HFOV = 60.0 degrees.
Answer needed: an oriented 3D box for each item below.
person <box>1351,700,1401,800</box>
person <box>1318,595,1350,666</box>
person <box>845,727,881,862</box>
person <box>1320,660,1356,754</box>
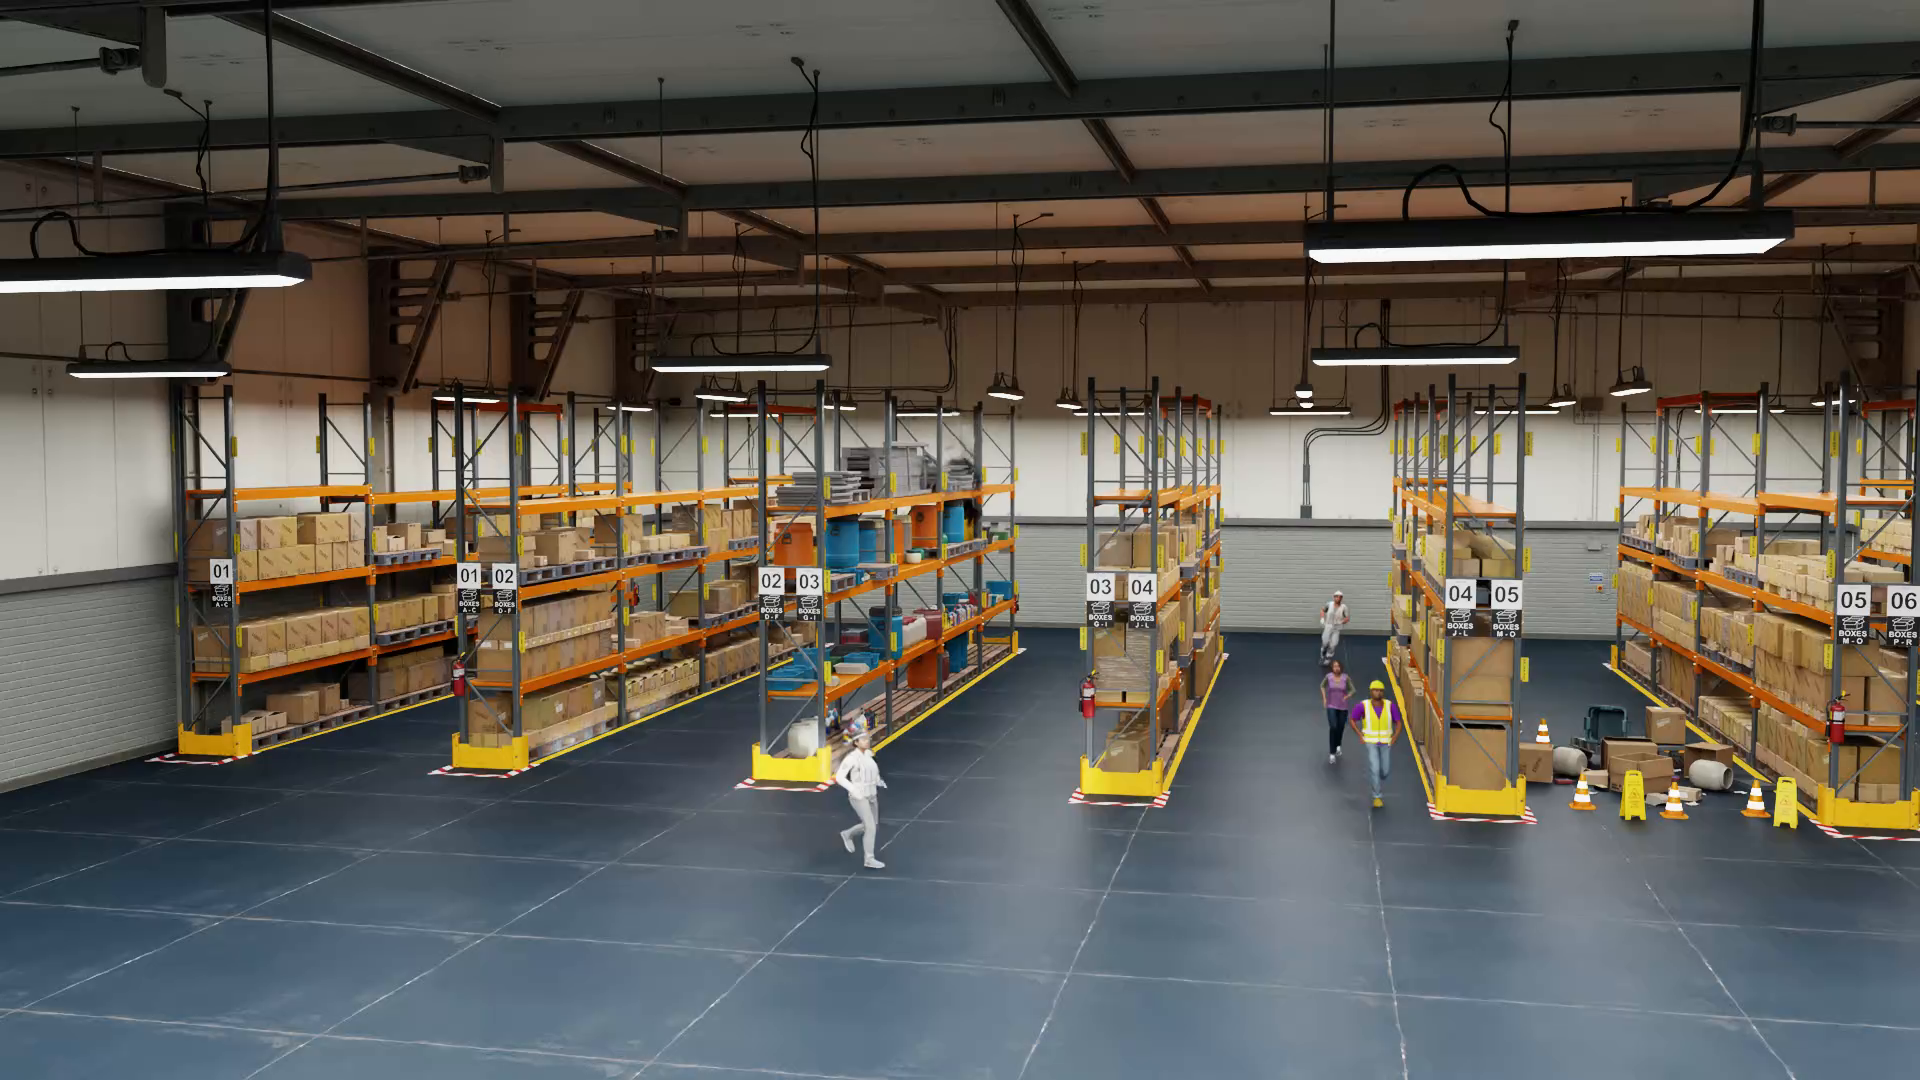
[{"bbox_3d":[5.828,2.927,23.311,0.691,1.392,0.650,0,3,2],"label":"person"},{"bbox_3d":[8.481,2.039,37.695,0.691,1.676,0.605,1,3,15],"label":"person"},{"bbox_3d":[-1.193,3.026,19.896,0.597,1.597,0.371,2,4,38],"label":"person"},{"bbox_3d":[6.034,2.646,26.556,0.542,1.495,0.690,1,3,9],"label":"person"}]
